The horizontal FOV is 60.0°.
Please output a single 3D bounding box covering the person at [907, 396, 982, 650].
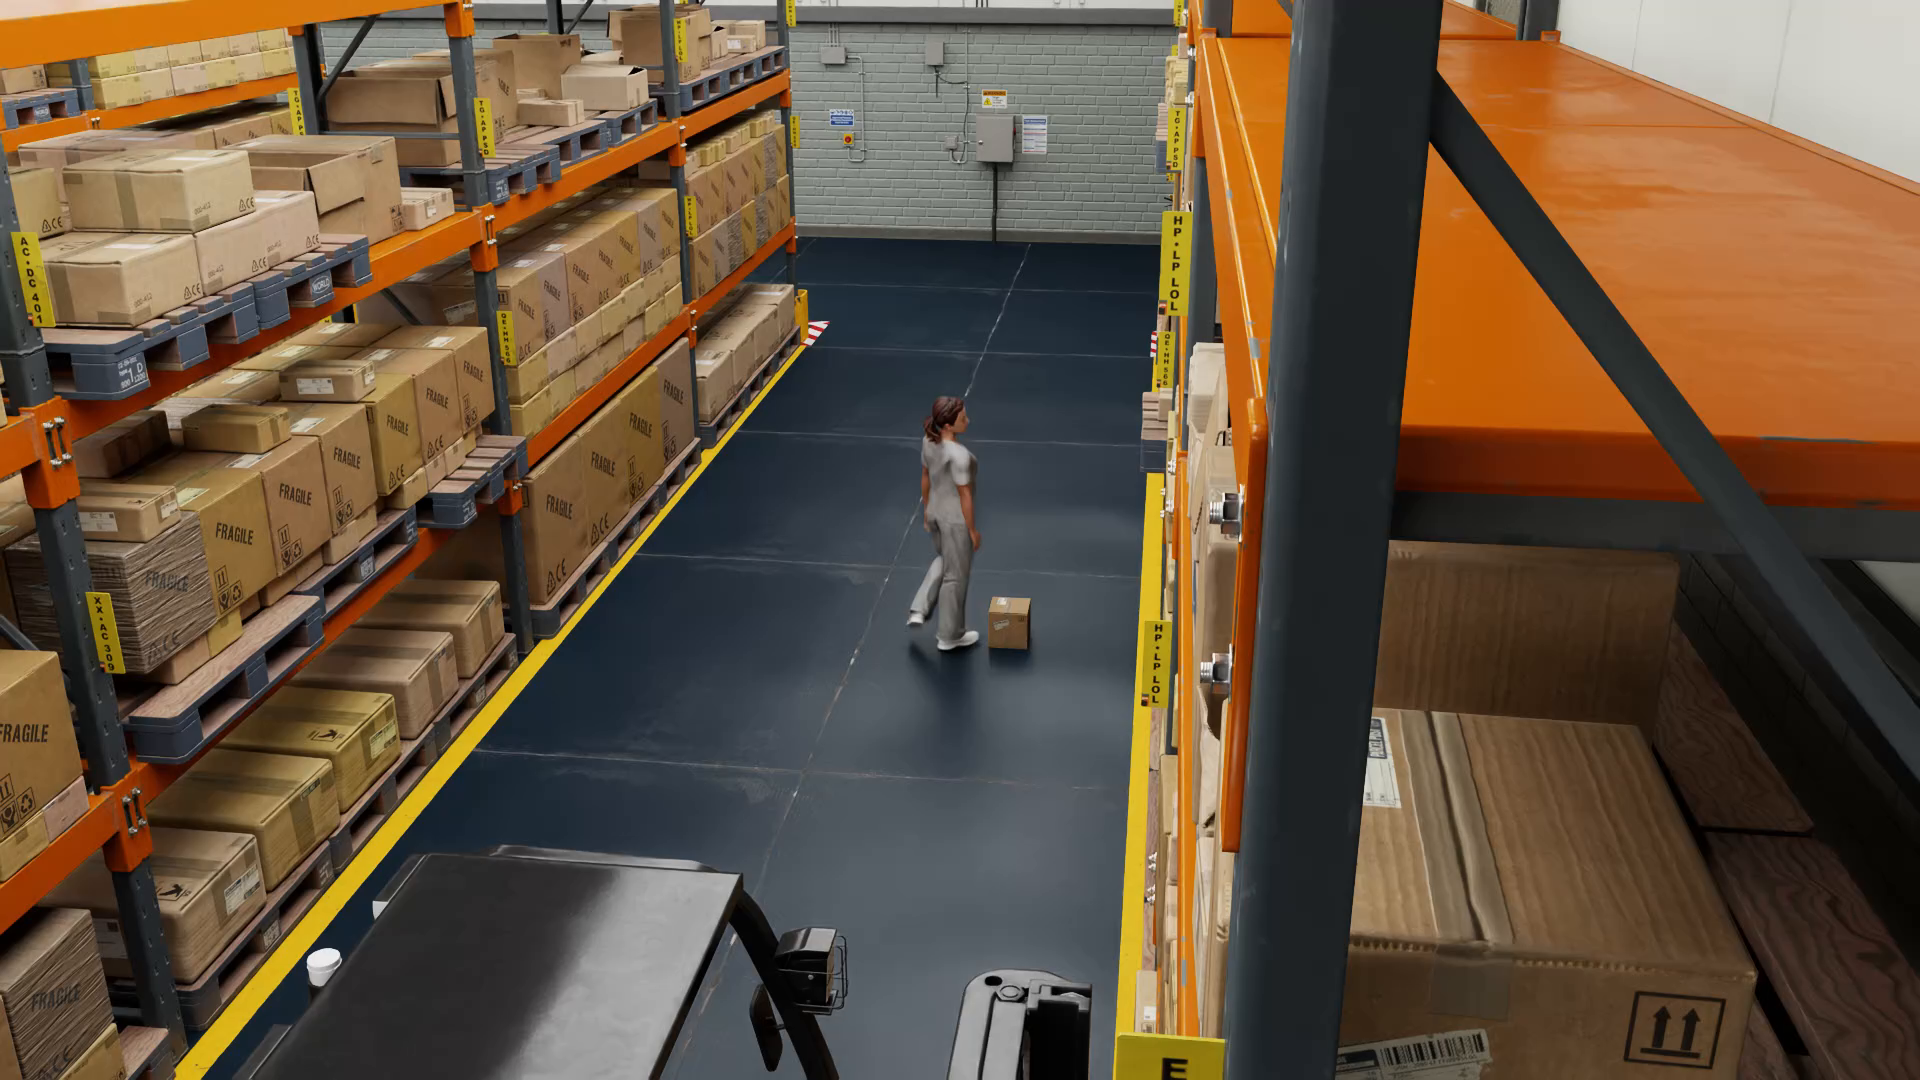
[{"bbox_3d":[-0.101,-0.112,10.350,0.445,1.666,0.504,-14,25,-31],"label":"person"}]
